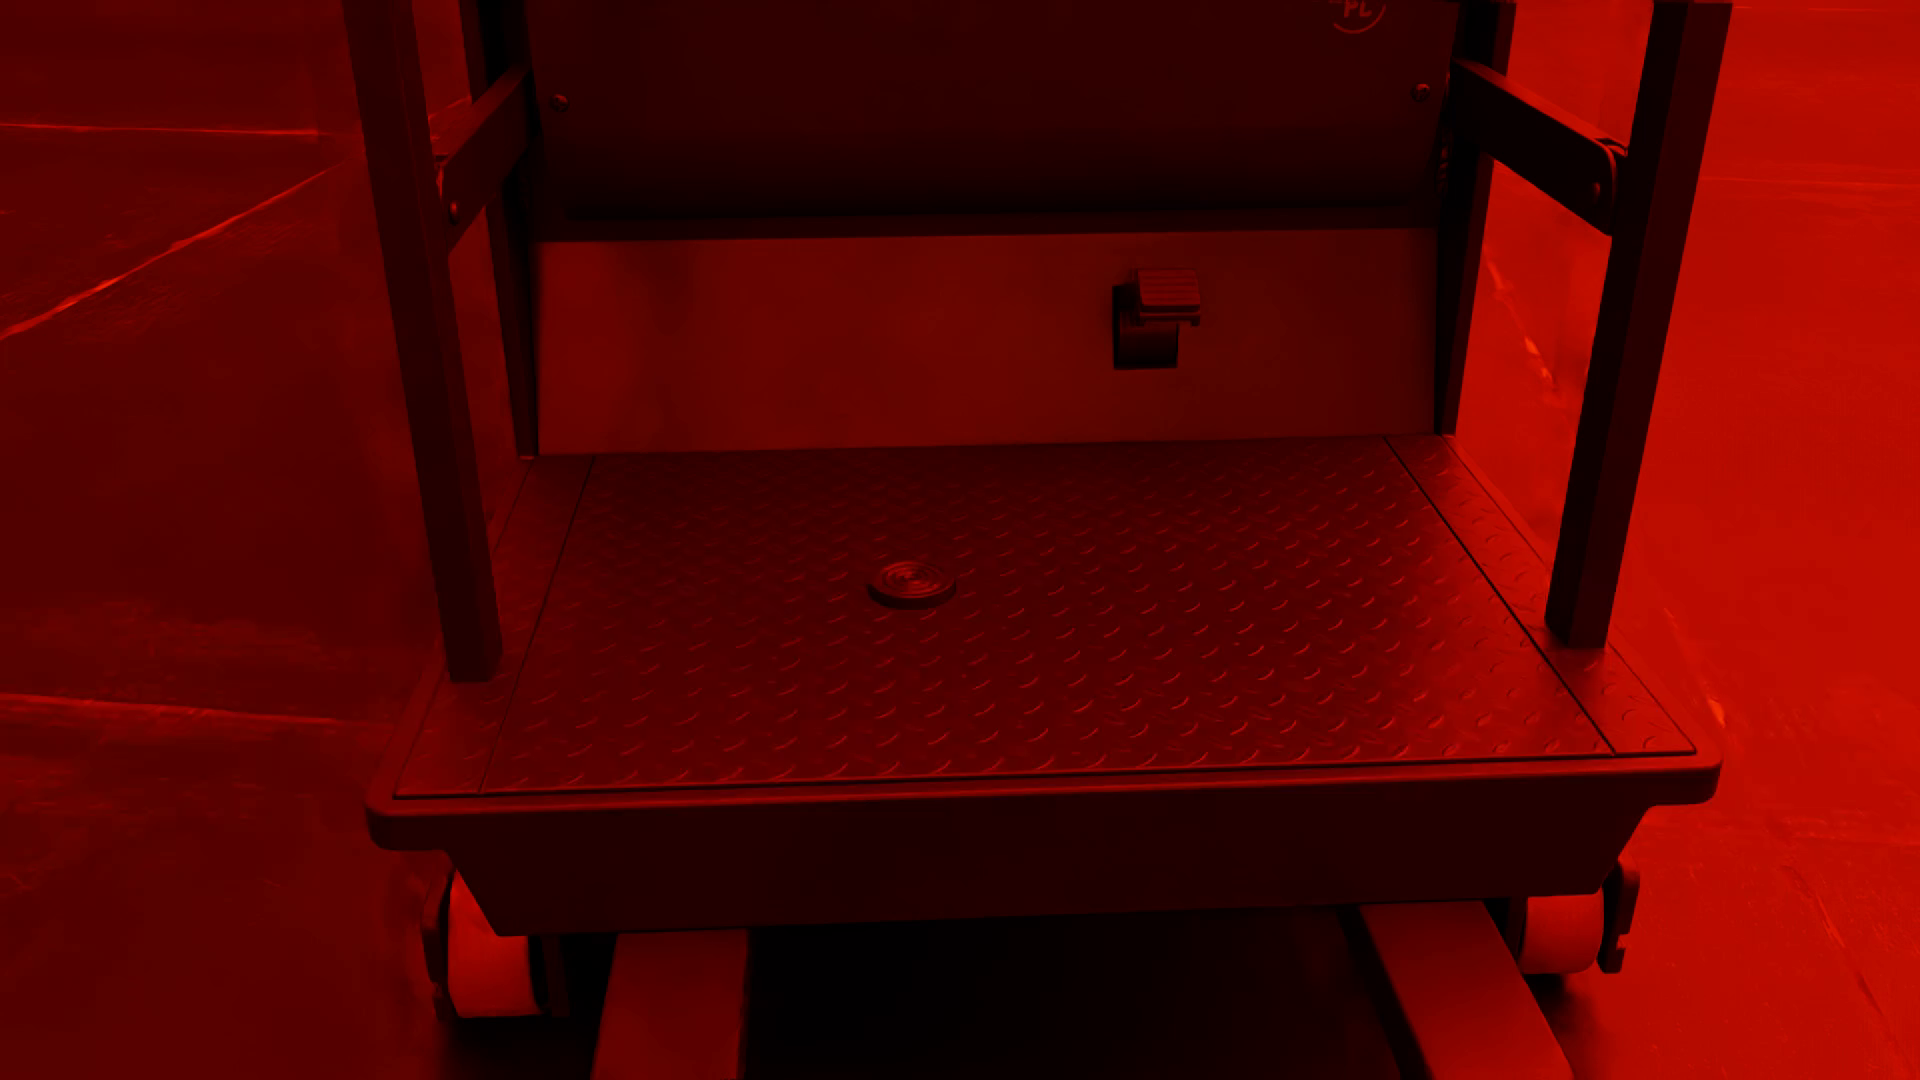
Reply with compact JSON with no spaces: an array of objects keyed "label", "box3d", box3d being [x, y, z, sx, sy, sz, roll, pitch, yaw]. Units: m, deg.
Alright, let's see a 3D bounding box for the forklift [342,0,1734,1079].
[{"label":"forklift","box3d":[0.051,-1.008,1.237,1.130,2.935,3.031,-2,27,-3]}]
